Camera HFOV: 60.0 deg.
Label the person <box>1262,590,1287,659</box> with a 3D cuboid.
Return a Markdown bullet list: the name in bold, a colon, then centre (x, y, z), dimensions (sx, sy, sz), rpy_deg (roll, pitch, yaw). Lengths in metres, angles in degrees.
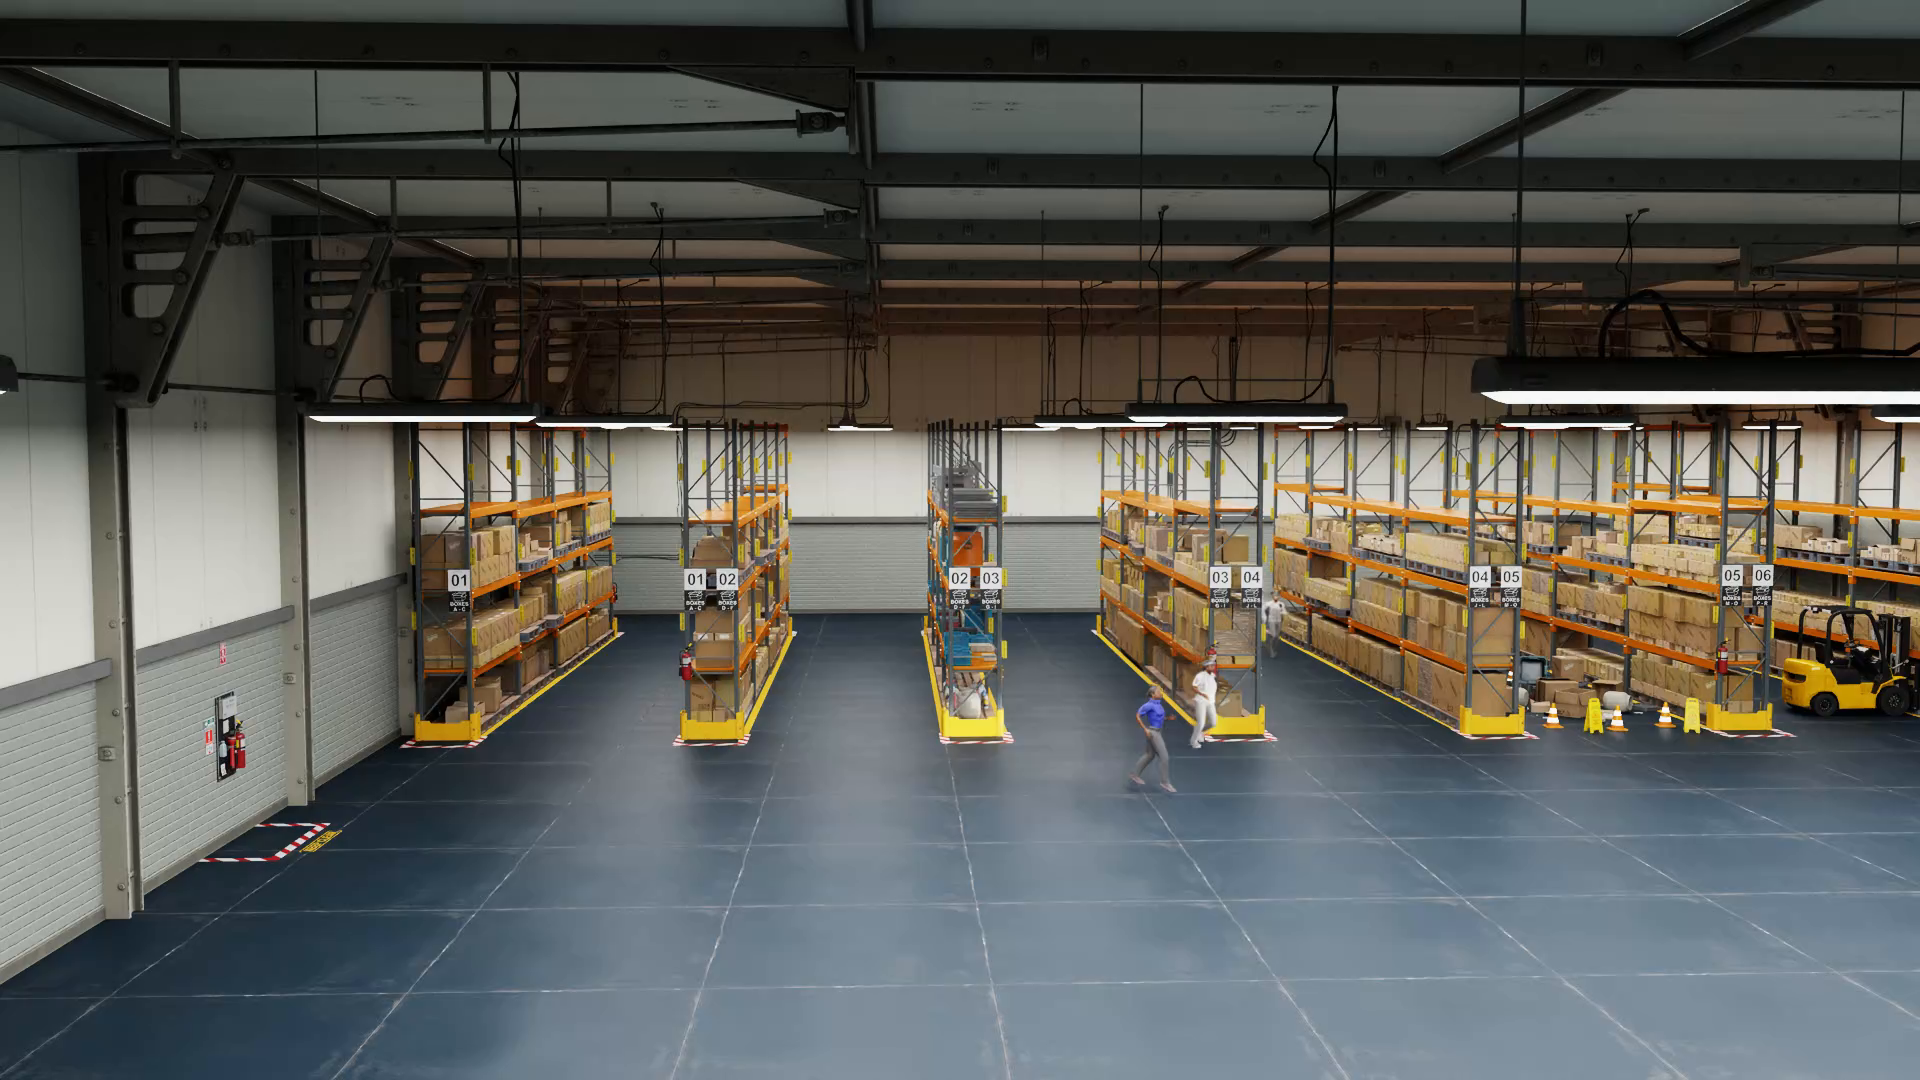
- **person**: centre (8.065, 2.159, 42.569), dimensions (0.577, 1.747, 0.724), rpy_deg (-1, 4, -9)

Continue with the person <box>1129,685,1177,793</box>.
- **person**: centre (3.112, 3.177, 26.680), dimensions (0.796, 1.703, 0.554), rpy_deg (1, 4, 19)

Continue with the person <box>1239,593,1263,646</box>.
- **person**: centre (7.907, 1.976, 45.345), dimensions (0.727, 1.750, 0.991), rpy_deg (0, 4, -1)

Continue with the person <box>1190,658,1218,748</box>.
- **person**: centre (4.525, 2.968, 30.443), dimensions (0.580, 1.623, 0.504), rpy_deg (-2, 4, -28)
